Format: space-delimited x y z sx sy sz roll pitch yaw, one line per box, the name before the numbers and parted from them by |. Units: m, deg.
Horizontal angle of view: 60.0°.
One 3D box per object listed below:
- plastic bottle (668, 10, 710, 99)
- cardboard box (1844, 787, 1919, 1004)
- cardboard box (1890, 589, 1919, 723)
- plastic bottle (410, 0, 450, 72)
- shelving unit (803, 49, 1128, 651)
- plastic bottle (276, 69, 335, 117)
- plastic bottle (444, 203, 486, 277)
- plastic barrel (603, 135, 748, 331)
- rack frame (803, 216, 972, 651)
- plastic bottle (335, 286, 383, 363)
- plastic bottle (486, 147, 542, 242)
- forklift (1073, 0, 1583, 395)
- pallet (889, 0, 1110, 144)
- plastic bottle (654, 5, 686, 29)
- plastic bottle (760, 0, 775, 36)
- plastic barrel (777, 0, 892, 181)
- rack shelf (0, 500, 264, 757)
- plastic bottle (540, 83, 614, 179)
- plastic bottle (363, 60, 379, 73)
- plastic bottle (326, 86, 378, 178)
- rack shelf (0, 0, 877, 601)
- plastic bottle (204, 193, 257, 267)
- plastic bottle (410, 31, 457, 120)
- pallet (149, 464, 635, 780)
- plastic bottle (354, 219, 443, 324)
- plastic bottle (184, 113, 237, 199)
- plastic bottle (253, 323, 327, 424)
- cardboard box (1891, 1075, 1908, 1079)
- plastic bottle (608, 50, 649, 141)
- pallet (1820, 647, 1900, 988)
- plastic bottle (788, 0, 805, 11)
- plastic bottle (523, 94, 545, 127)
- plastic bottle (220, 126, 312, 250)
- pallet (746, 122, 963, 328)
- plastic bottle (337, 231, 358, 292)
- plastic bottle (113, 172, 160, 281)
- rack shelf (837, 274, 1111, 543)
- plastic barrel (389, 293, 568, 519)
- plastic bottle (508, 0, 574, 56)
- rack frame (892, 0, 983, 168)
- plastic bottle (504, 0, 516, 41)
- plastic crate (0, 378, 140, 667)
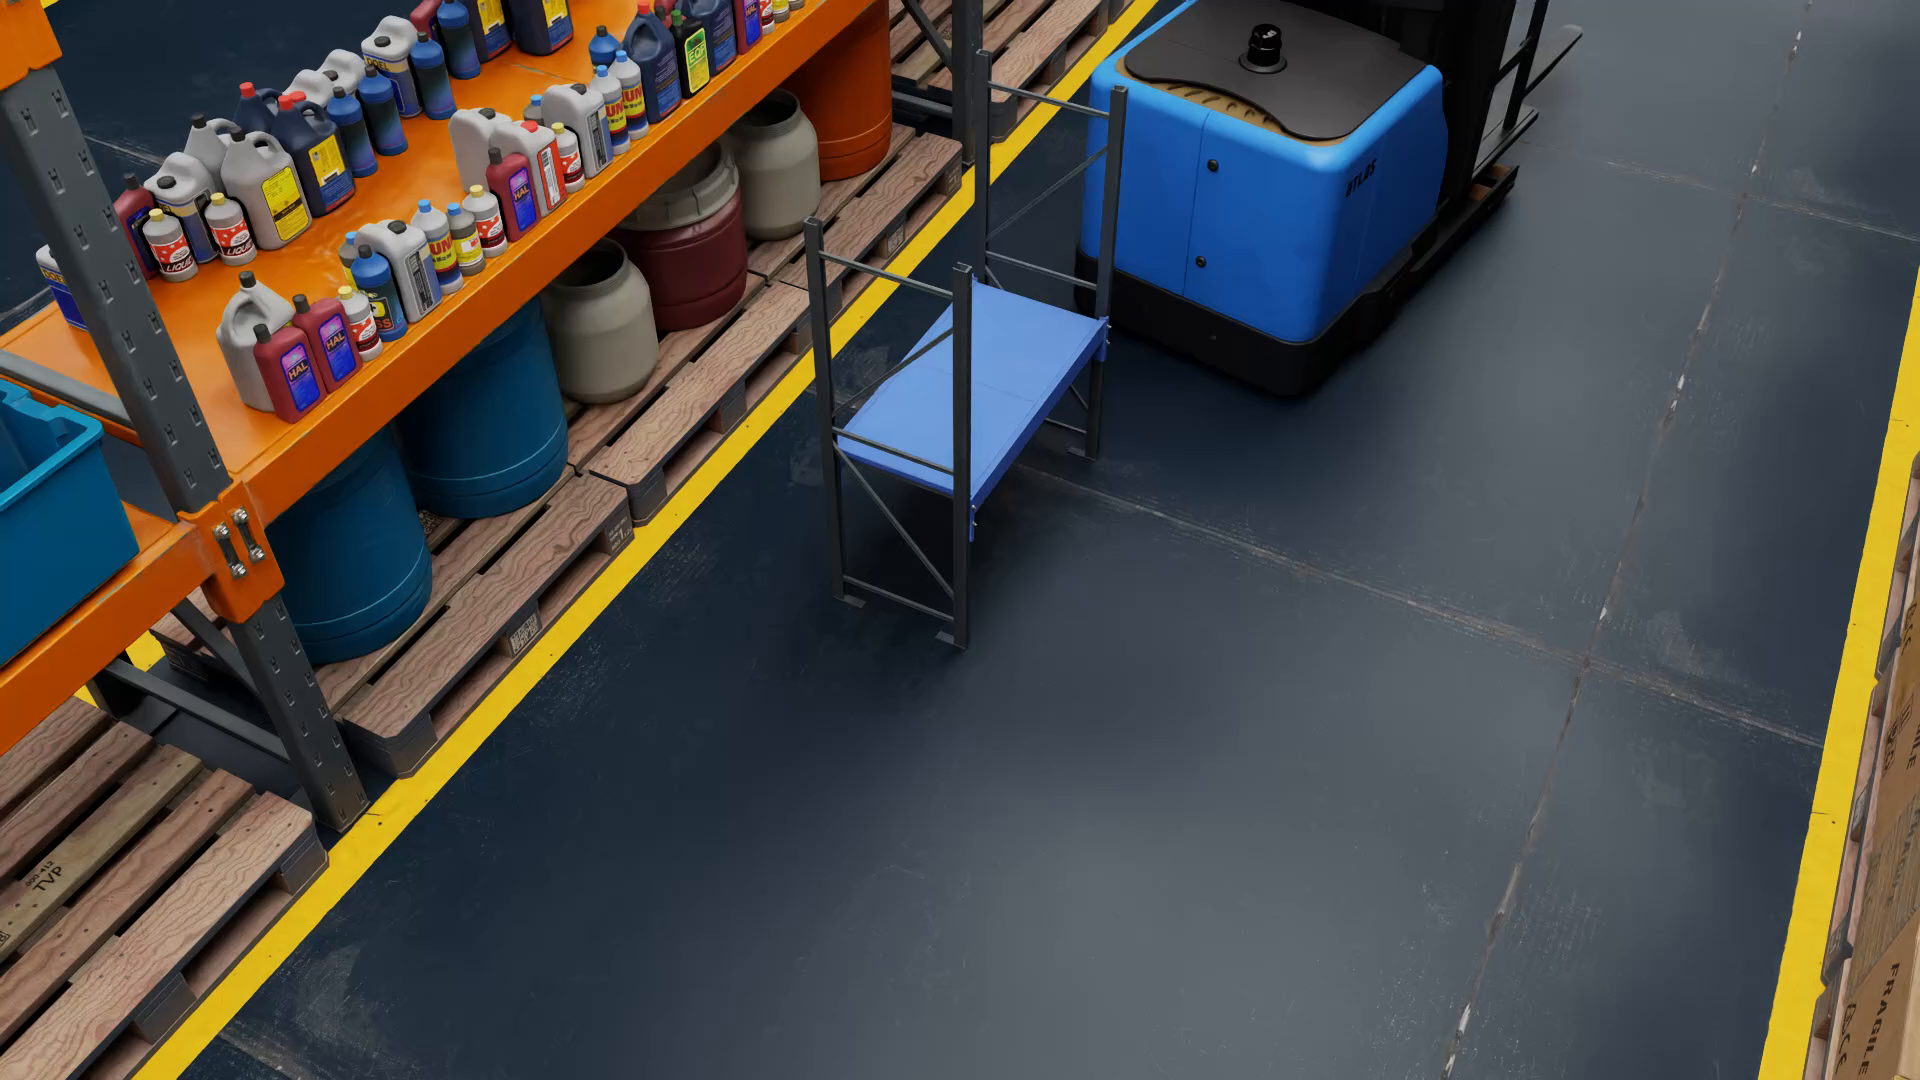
plastic bottle | -0.860 -1.552 5.257 0.061 0.283 0.133 20 49 19
cardboard box | 2.602 0.943 4.158 0.500 0.500 0.500 21 49 20
cardboard box | 3.074 0.291 4.802 0.500 0.500 0.500 20 49 19
plastic bottle | -1.692 -1.643 5.347 0.061 0.283 0.133 20 49 19
shelving unit | 0.040 -0.581 5.270 0.538 1.500 1.048 20 49 19
plastic bottle | -1.929 -1.249 4.962 0.152 0.276 0.135 20 49 19
plastic bottle | -1.384 -0.841 4.612 0.097 0.201 0.097 0 45 0
plastic barrel | -1.109 -1.184 6.211 0.600 0.588 0.708 20 49 19
rack frame | -0.196 -0.261 4.953 0.500 1.500 0.032 20 49 19
plastic bottle | -1.582 -0.572 4.346 0.097 0.201 0.097 0 45 0
plastic bottle | -1.269 -0.998 4.709 0.061 0.283 0.133 20 49 19
forklift | 1.743 -2.568 6.227 1.130 2.935 3.031 28 52 25
pallet | 0.022 -2.404 7.978 1.003 0.211 1.213 20 49 19
plastic bottle | -0.914 -1.572 5.277 0.061 0.283 0.133 20 49 19
plastic bottle | -0.675 -1.802 5.562 0.097 0.201 0.097 0 45 0
plastic barrel | -0.584 -1.980 6.829 0.600 0.830 0.708 20 49 19
rack shelf | -3.158 1.124 3.036 1.077 0.370 4.000 20 49 19
plastic bottle | -1.139 -1.241 4.955 0.152 0.276 0.135 20 49 19
plastic bottle | -1.837 -1.389 5.154 0.097 0.201 0.097 0 45 0
plastic bottle | -1.810 -1.217 4.935 0.097 0.271 0.097 0 45 0
rack shelf | -1.301 -1.396 5.527 1.077 0.370 4.000 20 49 19
plastic bottle | -2.044 -0.875 4.646 0.097 0.201 0.097 0 45 0
plastic bottle | -1.640 -1.448 5.163 0.097 0.271 0.097 0 45 0
pallet | -1.834 0.119 5.484 1.003 0.211 1.213 20 49 19
plastic bottle | -1.507 -0.742 4.462 0.152 0.276 0.135 20 49 19
plastic bottle | -2.092 -1.059 4.722 0.144 0.351 0.185 20 49 19
plastic bottle | -1.681 -0.438 4.156 0.061 0.283 0.133 20 49 19
cardboard box | 2.132 1.567 3.540 0.500 0.500 0.500 20 49 19
plastic bottle | -1.016 -1.365 5.080 0.097 0.271 0.097 0 45 0
pallet | 3.066 0.932 4.680 1.003 0.211 1.213 20 49 19
plastic bottle | -0.585 -1.925 5.683 0.097 0.201 0.097 0 45 0
plastic bottle | -1.258 -1.244 5.010 0.097 0.201 0.097 0 45 0
plastic bottle | -1.965 -1.011 4.675 0.144 0.351 0.185 20 49 19
pallet | -0.701 -1.418 7.004 1.003 0.211 1.213 20 49 19
plastic bottle | -1.626 -0.745 4.517 0.097 0.201 0.097 0 45 0
plastic bottle | -2.265 -0.864 4.577 0.061 0.283 0.133 20 49 19
rack shelf | 0.040 -0.455 5.398 0.538 0.185 1.000 20 49 19
plastic barrel | -1.633 -0.582 5.397 0.600 0.901 0.708 20 49 19
plastic bottle | -1.384 -1.788 5.442 0.144 0.351 0.185 20 49 19
rack frame | -0.372 -2.909 6.516 1.000 3.000 0.127 20 49 19
plastic bottle | -1.503 -1.826 5.533 0.152 0.276 0.135 20 49 19
plastic crate | -2.144 0.002 3.608 0.392 0.384 0.575 20 49 19
